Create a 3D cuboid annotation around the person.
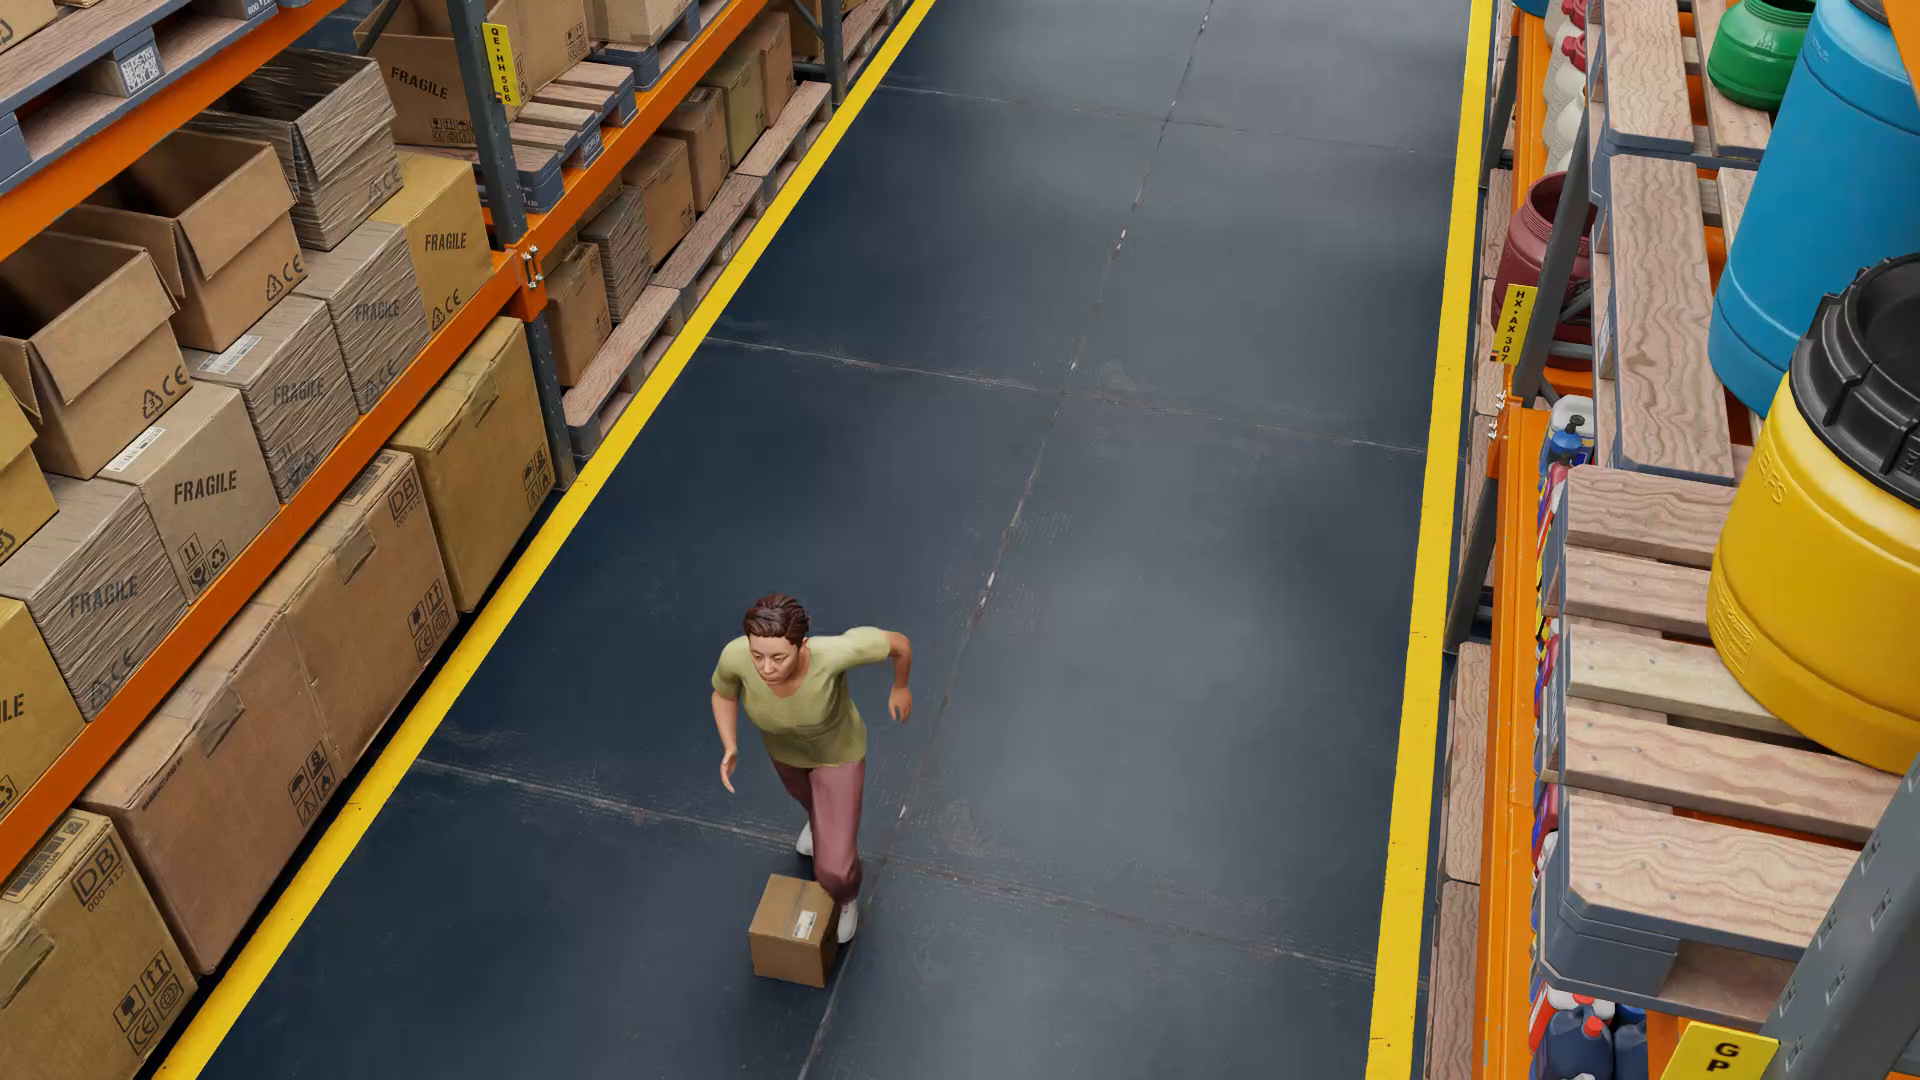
[{"bbox_3d":[-0.478,0.685,5.424,0.577,1.581,0.861,13,43,15],"label":"person"}]
